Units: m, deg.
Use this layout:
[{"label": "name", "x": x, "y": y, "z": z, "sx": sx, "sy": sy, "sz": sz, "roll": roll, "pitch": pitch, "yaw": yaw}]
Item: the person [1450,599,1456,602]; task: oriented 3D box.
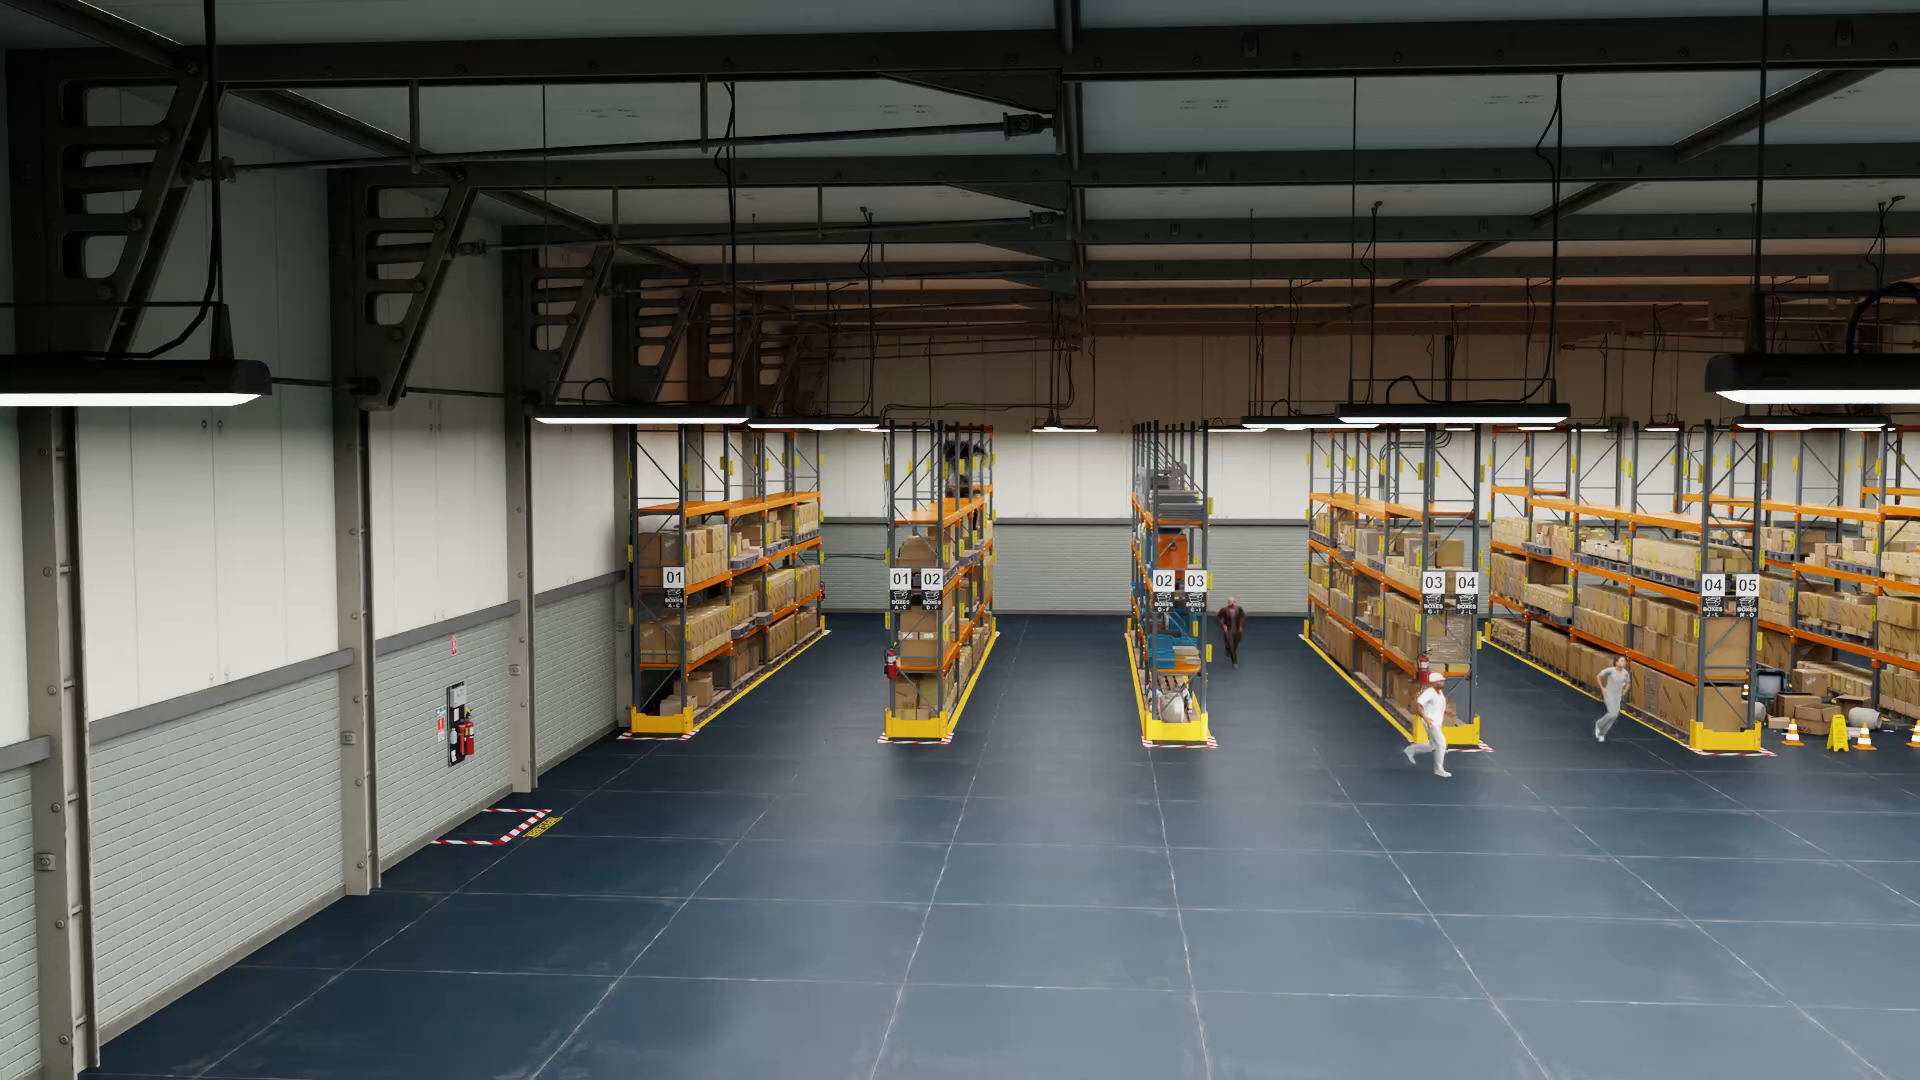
[{"label": "person", "x": 12.689, "y": 2.130, "z": 42.686, "sx": 0.680, "sy": 1.839, "sz": 0.842, "roll": 0, "pitch": 4, "yaw": -3}]

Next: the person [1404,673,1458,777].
[{"label": "person", "x": 7.886, "y": 3.088, "z": 28.023, "sx": 0.853, "sy": 1.739, "sz": 0.683, "roll": 2, "pitch": 4, "yaw": 34}]

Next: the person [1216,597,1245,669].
[{"label": "person", "x": 6.690, "y": 2.277, "z": 41.138, "sx": 0.720, "sy": 1.768, "sz": 0.956, "roll": -1, "pitch": 4, "yaw": -8}]

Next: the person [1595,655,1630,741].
[{"label": "person", "x": 12.243, "y": 2.952, "z": 31.092, "sx": 0.565, "sy": 1.630, "sz": 0.527, "roll": -1, "pitch": 4, "yaw": -14}]
